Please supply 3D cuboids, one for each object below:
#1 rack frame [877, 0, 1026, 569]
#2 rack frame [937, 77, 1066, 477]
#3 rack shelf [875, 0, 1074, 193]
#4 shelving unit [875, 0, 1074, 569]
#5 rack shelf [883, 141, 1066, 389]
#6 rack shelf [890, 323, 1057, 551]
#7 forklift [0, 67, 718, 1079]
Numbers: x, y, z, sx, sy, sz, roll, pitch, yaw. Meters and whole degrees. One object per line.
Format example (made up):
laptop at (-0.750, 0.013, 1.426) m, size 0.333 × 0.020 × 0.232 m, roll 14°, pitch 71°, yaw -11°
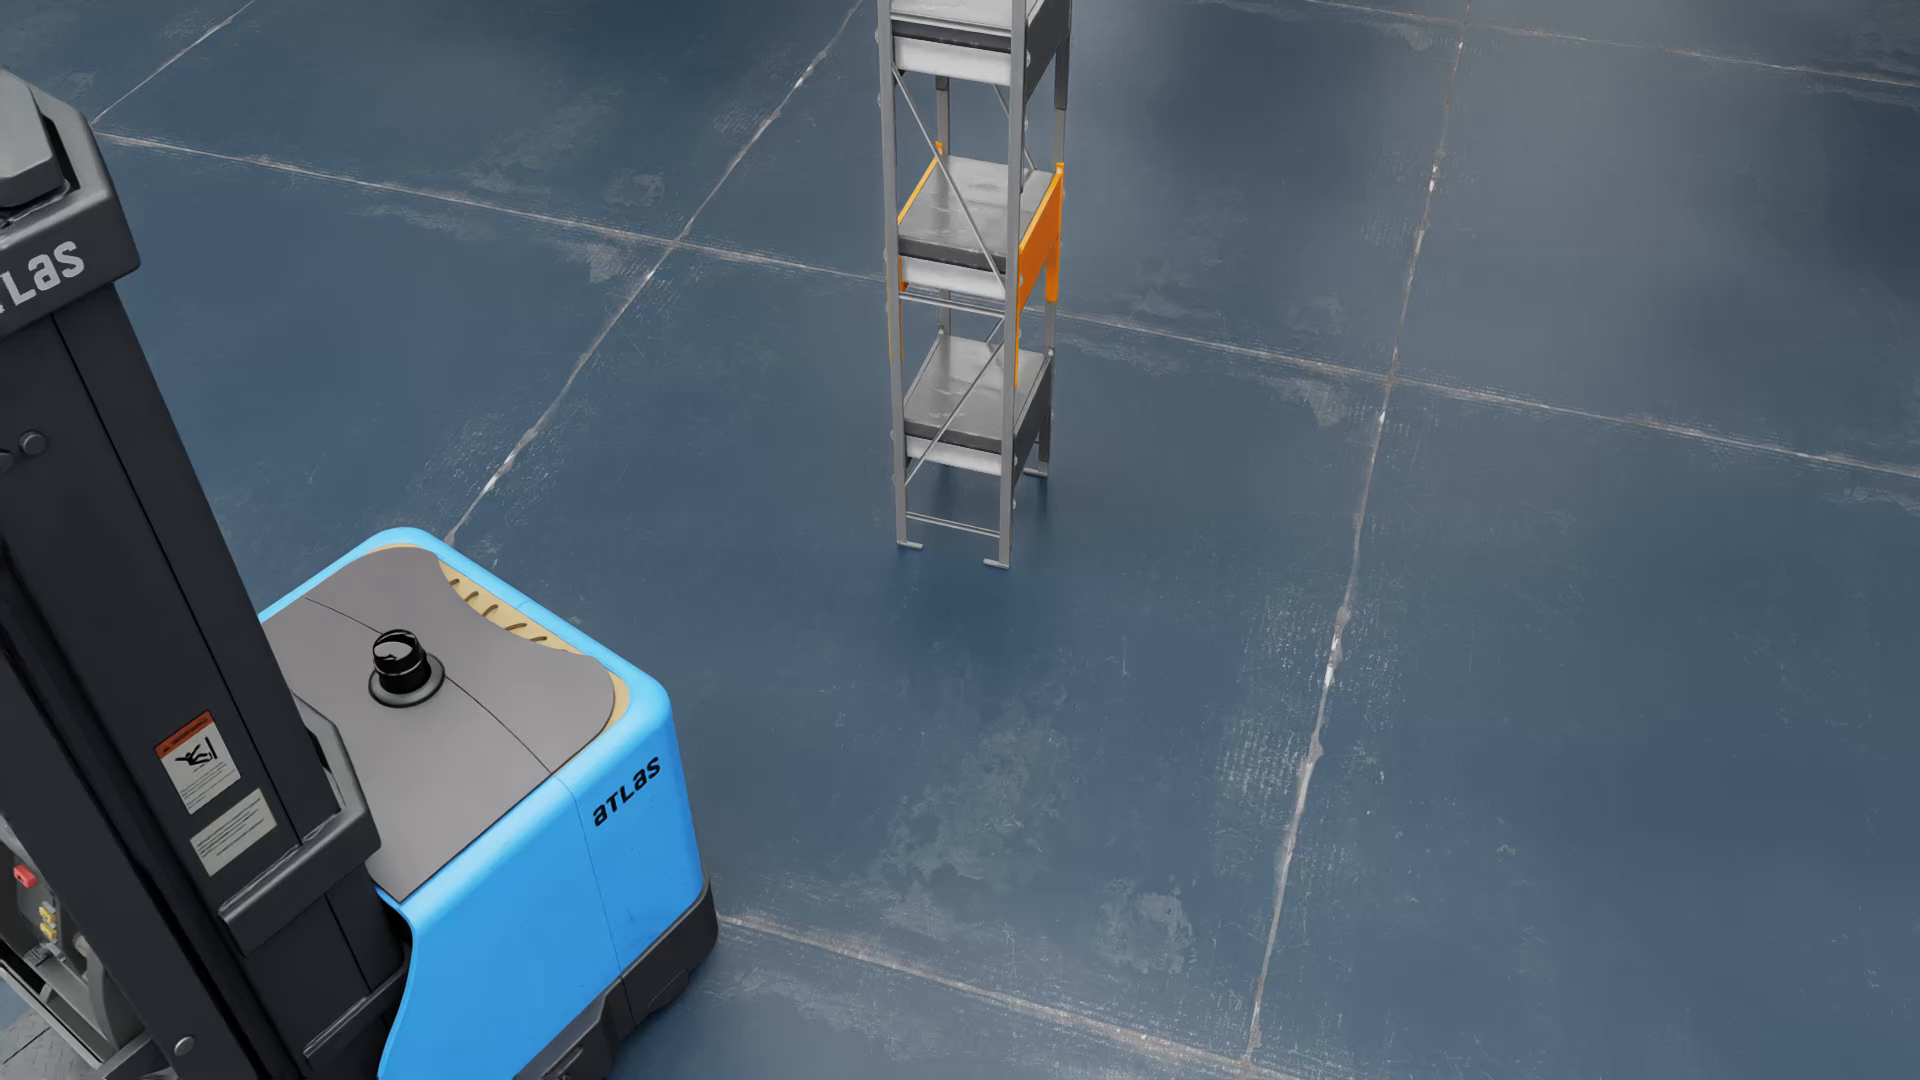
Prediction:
rack frame at (-0.024, -0.698, 4.962) m, size 0.400 × 2.100 × 0.015 m, roll 13°, pitch 46°, yaw 13°
rack frame at (0.124, -1.023, 5.295) m, size 0.400 × 2.100 × 0.015 m, roll 13°, pitch 46°, yaw 13°
rack shelf at (0.050, -1.351, 4.648) m, size 0.431 × 0.518 × 0.480 m, roll 13°, pitch 46°, yaw 12°
shelving unit at (0.050, -0.861, 5.128) m, size 0.431 × 2.100 × 0.503 m, roll 13°, pitch 46°, yaw 13°
rack shelf at (0.050, -0.851, 5.138) m, size 0.431 × 0.518 × 0.480 m, roll 13°, pitch 46°, yaw 12°
rack shelf at (0.050, -0.351, 5.628) m, size 0.431 × 0.518 × 0.480 m, roll 13°, pitch 46°, yaw 12°
forklift at (-1.955, 0.685, 2.955) m, size 1.130 × 2.935 × 3.031 m, roll 28°, pitch 51°, yaw 26°
